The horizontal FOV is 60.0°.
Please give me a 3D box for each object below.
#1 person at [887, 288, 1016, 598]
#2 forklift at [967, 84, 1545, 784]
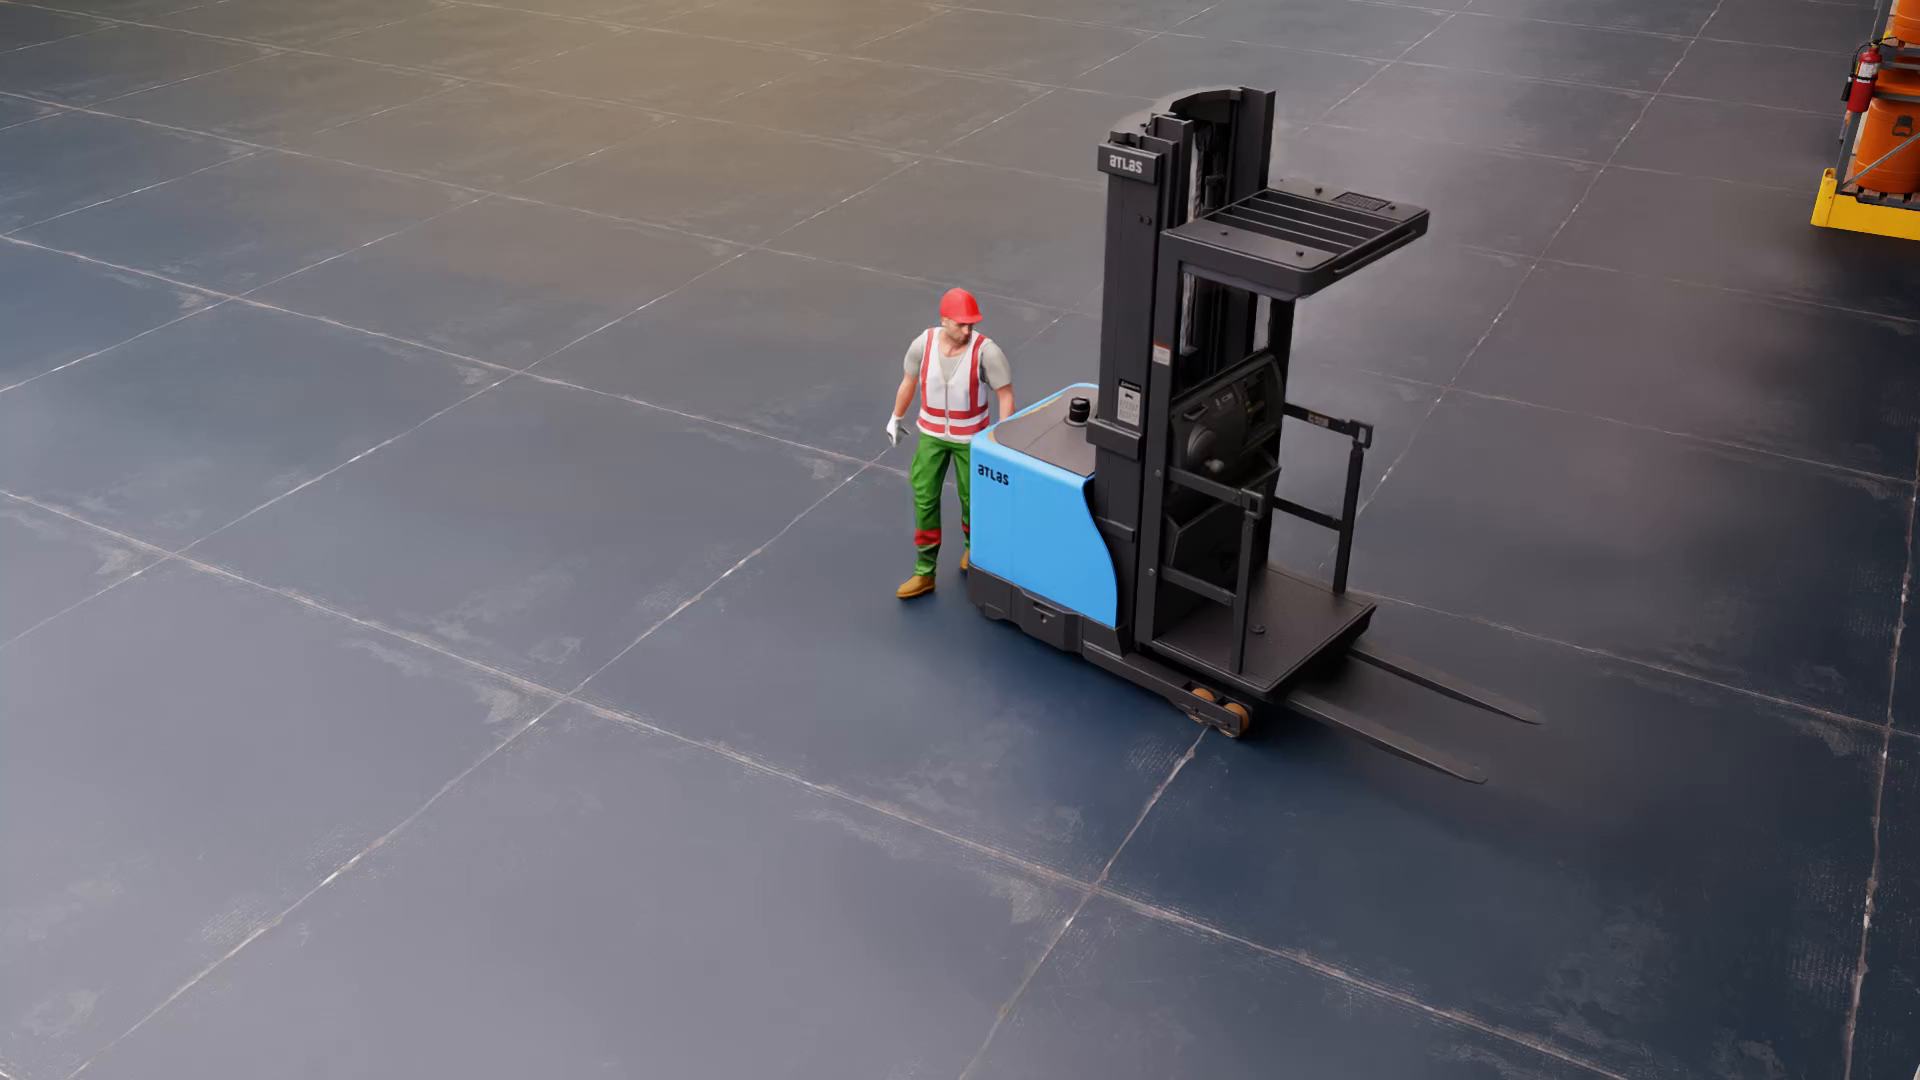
[{"bbox_3d":[-0.079,-0.520,9.174,0.781,1.745,0.715,6,31,10],"label":"person"},{"bbox_3d":[1.478,-0.584,8.083,3.031,2.935,1.130,24,38,35],"label":"forklift"}]
